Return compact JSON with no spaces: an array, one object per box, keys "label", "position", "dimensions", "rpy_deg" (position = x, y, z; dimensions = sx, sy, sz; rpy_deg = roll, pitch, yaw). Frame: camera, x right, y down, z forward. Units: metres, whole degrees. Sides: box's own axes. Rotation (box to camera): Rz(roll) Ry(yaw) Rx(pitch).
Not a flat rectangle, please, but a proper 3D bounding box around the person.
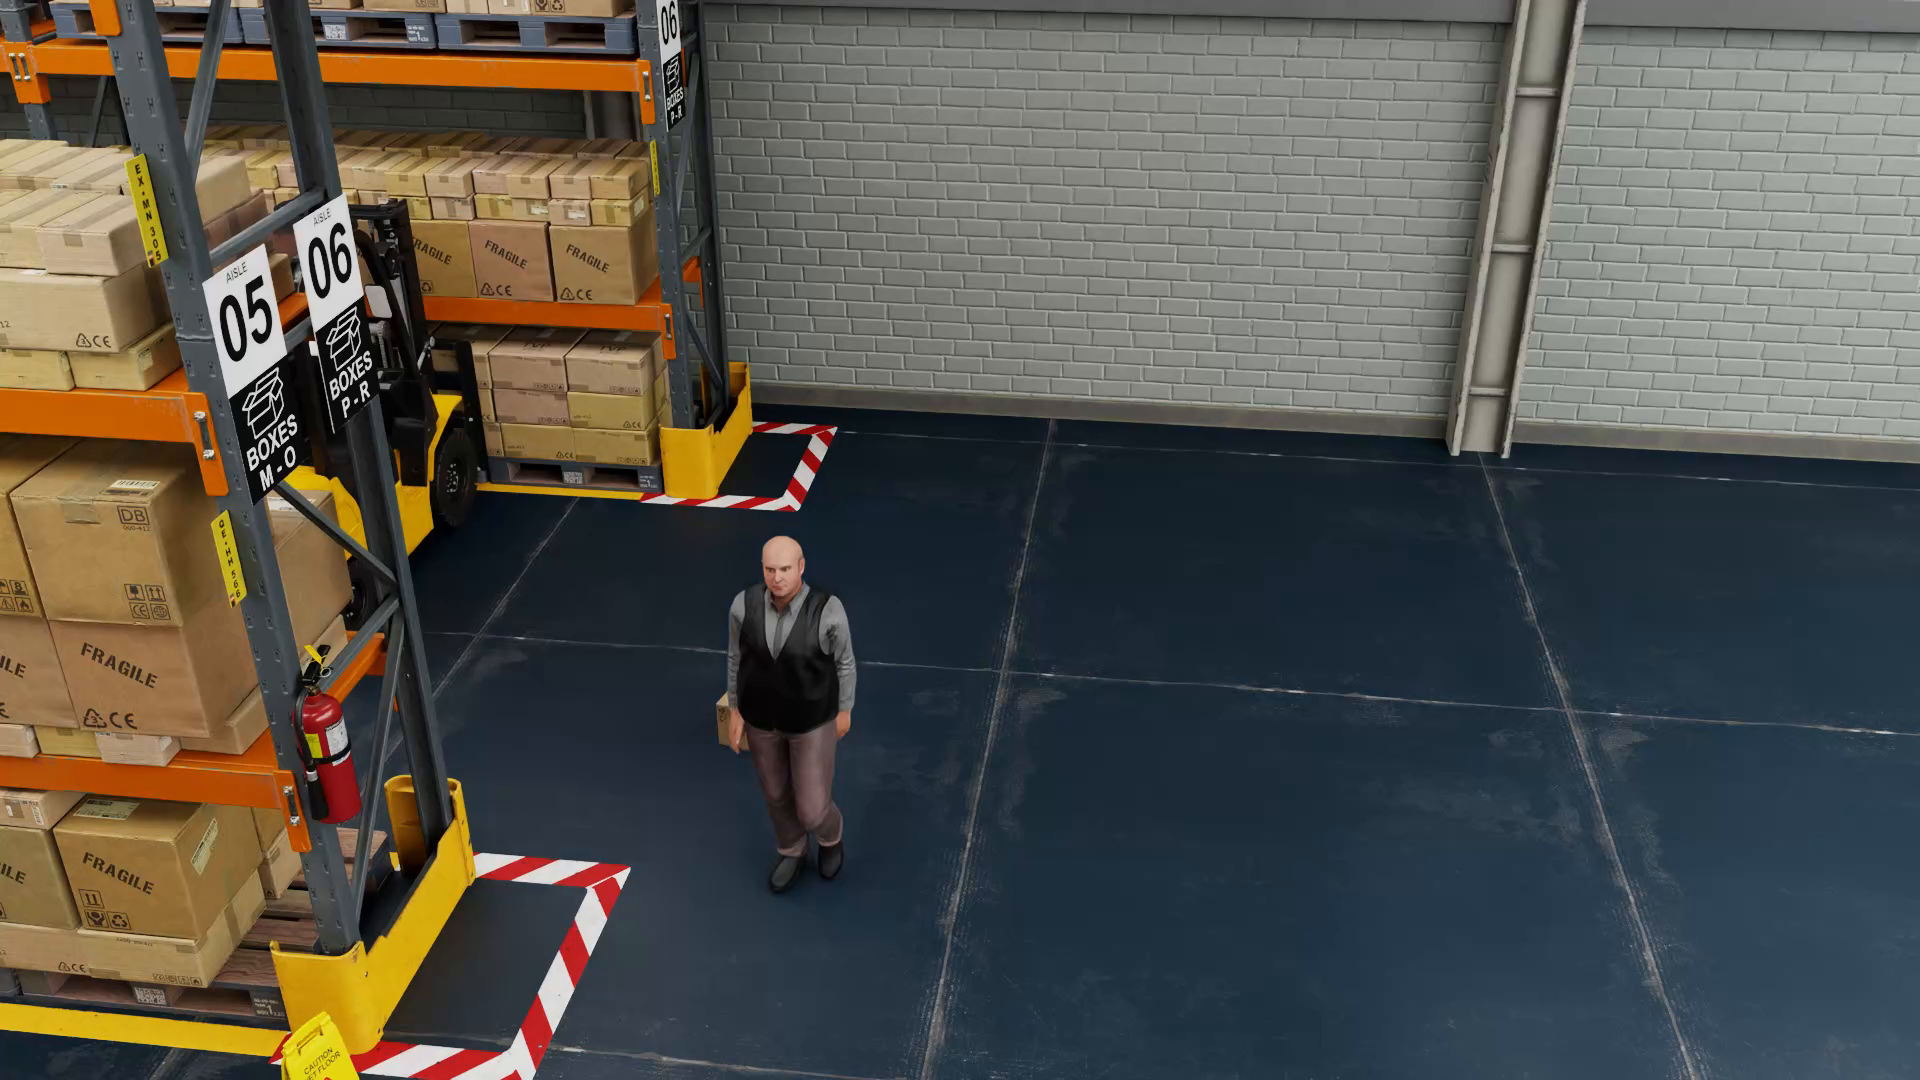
[{"label":"person","position":[-0.735,0.823,7.158],"dimensions":[0.546,1.645,0.452],"rpy_deg":[6,29,11]}]
